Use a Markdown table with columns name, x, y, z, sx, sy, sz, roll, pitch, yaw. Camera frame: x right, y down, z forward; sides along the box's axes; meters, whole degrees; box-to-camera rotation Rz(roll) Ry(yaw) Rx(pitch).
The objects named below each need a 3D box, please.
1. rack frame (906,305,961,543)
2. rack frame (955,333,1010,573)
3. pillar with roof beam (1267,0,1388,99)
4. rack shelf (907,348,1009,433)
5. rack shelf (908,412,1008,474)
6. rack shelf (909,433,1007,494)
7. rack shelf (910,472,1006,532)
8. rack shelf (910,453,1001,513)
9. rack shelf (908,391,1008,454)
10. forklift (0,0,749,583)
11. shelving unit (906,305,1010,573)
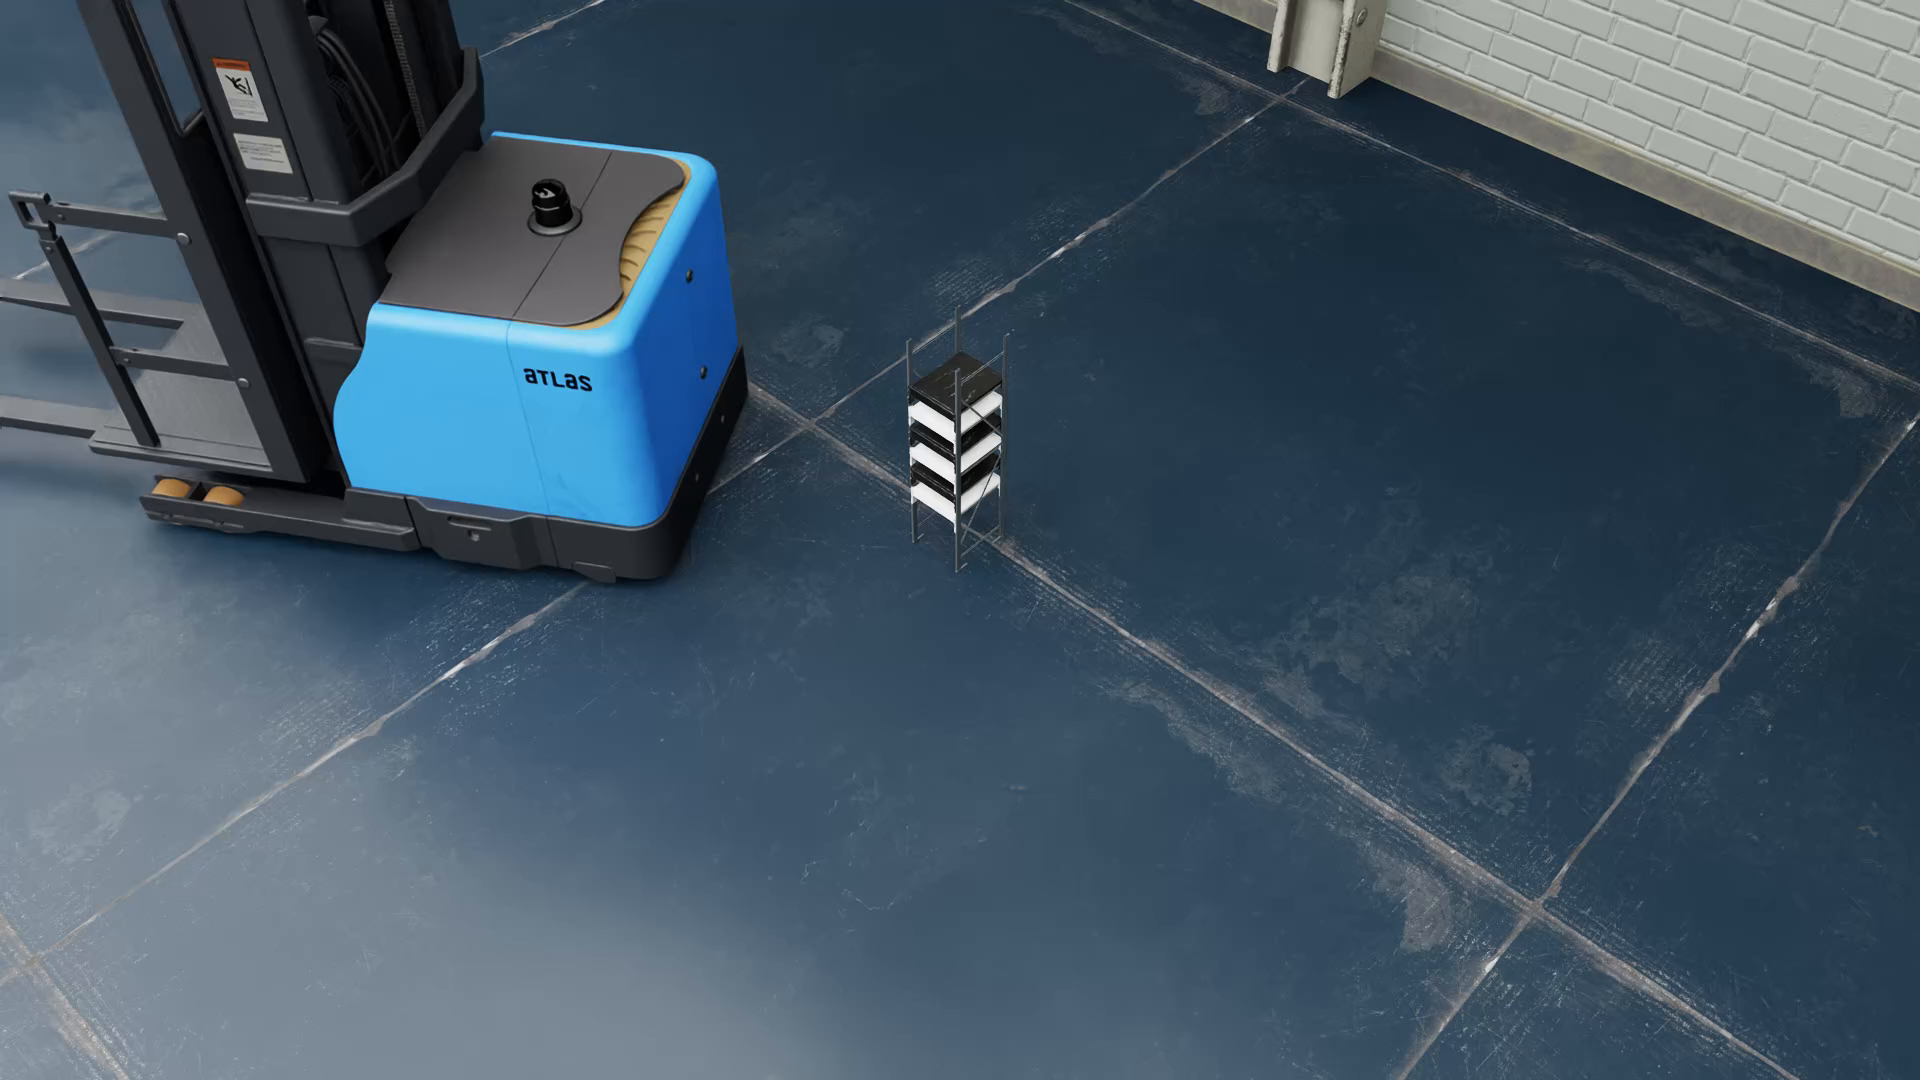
| name | x | y | z | sx | sy | sz | roll | pitch | yaw |
| --- | --- | --- | --- | --- | --- | --- | --- | --- | --- |
| rack frame | -0.081 | -0.362 | 5.473 | 0.006 | 0.900 | 0.240 | 34 | 55 | 28 |
| rack frame | 0.069 | -0.262 | 5.379 | 0.006 | 0.900 | 0.240 | 34 | 55 | 28 |
| pillar with roof beam | -1.226 | -2.982 | 2.377 | 0.400 | 9.000 | 9.100 | 34 | 55 | 28 |
| rack shelf | -0.006 | -0.474 | 5.253 | 0.200 | 0.077 | 0.258 | 34 | 55 | 28 |
| rack shelf | -0.006 | -0.351 | 5.384 | 0.200 | 0.077 | 0.258 | 34 | 55 | 28 |
| rack shelf | -0.006 | -0.289 | 5.450 | 0.200 | 0.077 | 0.258 | 34 | 55 | 28 |
| rack shelf | -0.006 | -0.166 | 5.581 | 0.200 | 0.077 | 0.258 | 34 | 55 | 28 |
| rack shelf | -0.006 | -0.228 | 5.516 | 0.200 | 0.077 | 0.258 | 34 | 55 | 28 |
| rack shelf | -0.006 | -0.412 | 5.319 | 0.200 | 0.077 | 0.258 | 34 | 55 | 28 |
| forklift | -2.353 | -1.397 | 5.051 | 3.031 | 2.935 | 1.130 | 8 | 47 | 8 |
| shelving unit | -0.006 | -0.312 | 5.426 | 0.210 | 0.900 | 0.258 | 34 | 55 | 28 |
